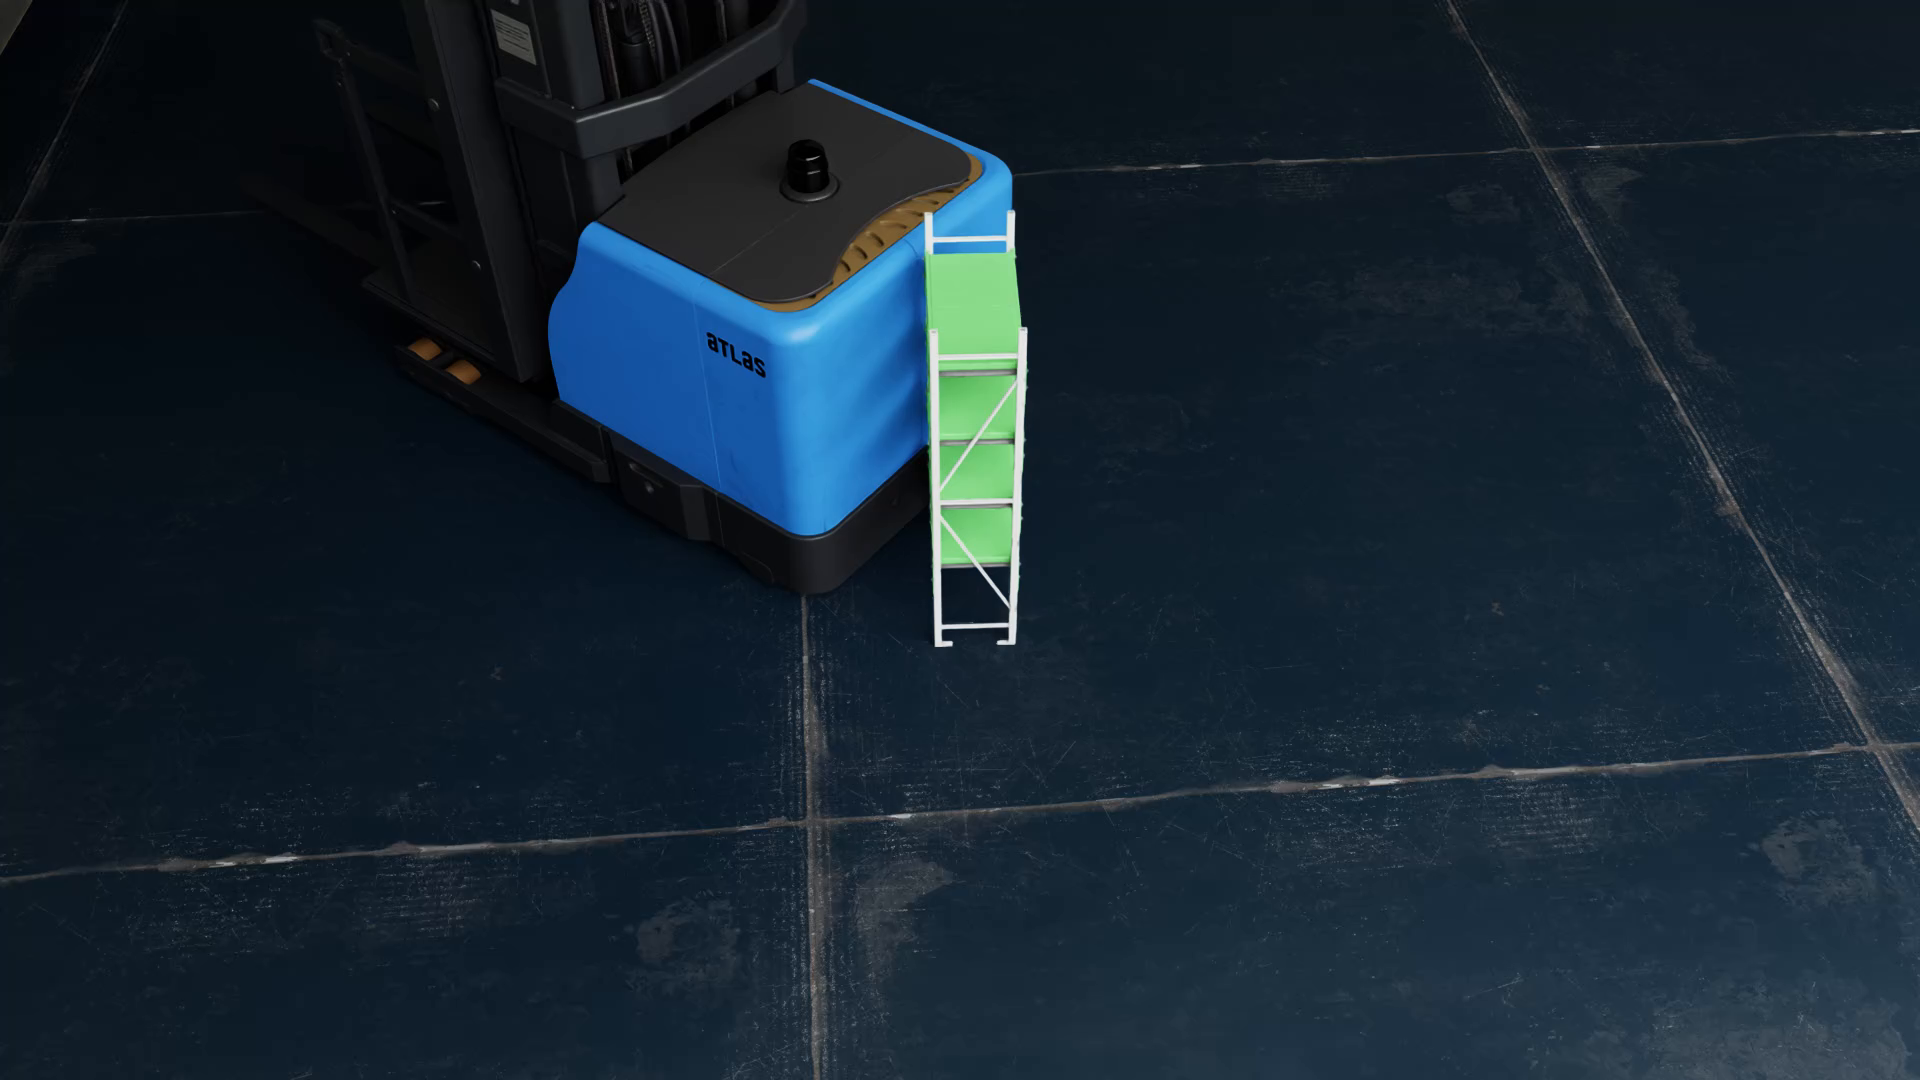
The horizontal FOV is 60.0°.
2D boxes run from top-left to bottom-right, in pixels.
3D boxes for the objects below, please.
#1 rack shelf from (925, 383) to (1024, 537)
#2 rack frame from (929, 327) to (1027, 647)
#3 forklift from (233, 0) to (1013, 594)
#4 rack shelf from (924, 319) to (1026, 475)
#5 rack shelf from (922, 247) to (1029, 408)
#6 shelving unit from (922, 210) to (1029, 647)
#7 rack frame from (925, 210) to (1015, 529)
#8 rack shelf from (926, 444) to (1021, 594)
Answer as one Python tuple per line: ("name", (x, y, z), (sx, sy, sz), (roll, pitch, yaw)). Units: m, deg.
("rack shelf", (0.035, -0.236, 4.735), (0.258, 0.148, 0.480), (-2, 47, -2))
("rack frame", (0.045, -0.102, 4.521), (0.240, 1.200, 0.015), (-2, 47, -2))
("forklift", (-1.312, -1.731, 4.870), (3.031, 2.935, 1.130), (29, 53, 25))
("rack shelf", (0.035, -0.401, 4.560), (0.258, 0.148, 0.480), (-2, 47, -2))
("rack shelf", (0.035, -0.566, 4.386), (0.258, 0.148, 0.480), (-2, 47, -2))
("shelving unit", (0.035, -0.279, 4.688), (0.258, 1.200, 0.503), (-2, 47, -2))
("rack frame", (0.026, -0.456, 4.856), (0.240, 1.200, 0.015), (-2, 47, -2))
("rack shelf", (0.035, -0.070, 4.909), (0.258, 0.148, 0.480), (-2, 47, -2))
